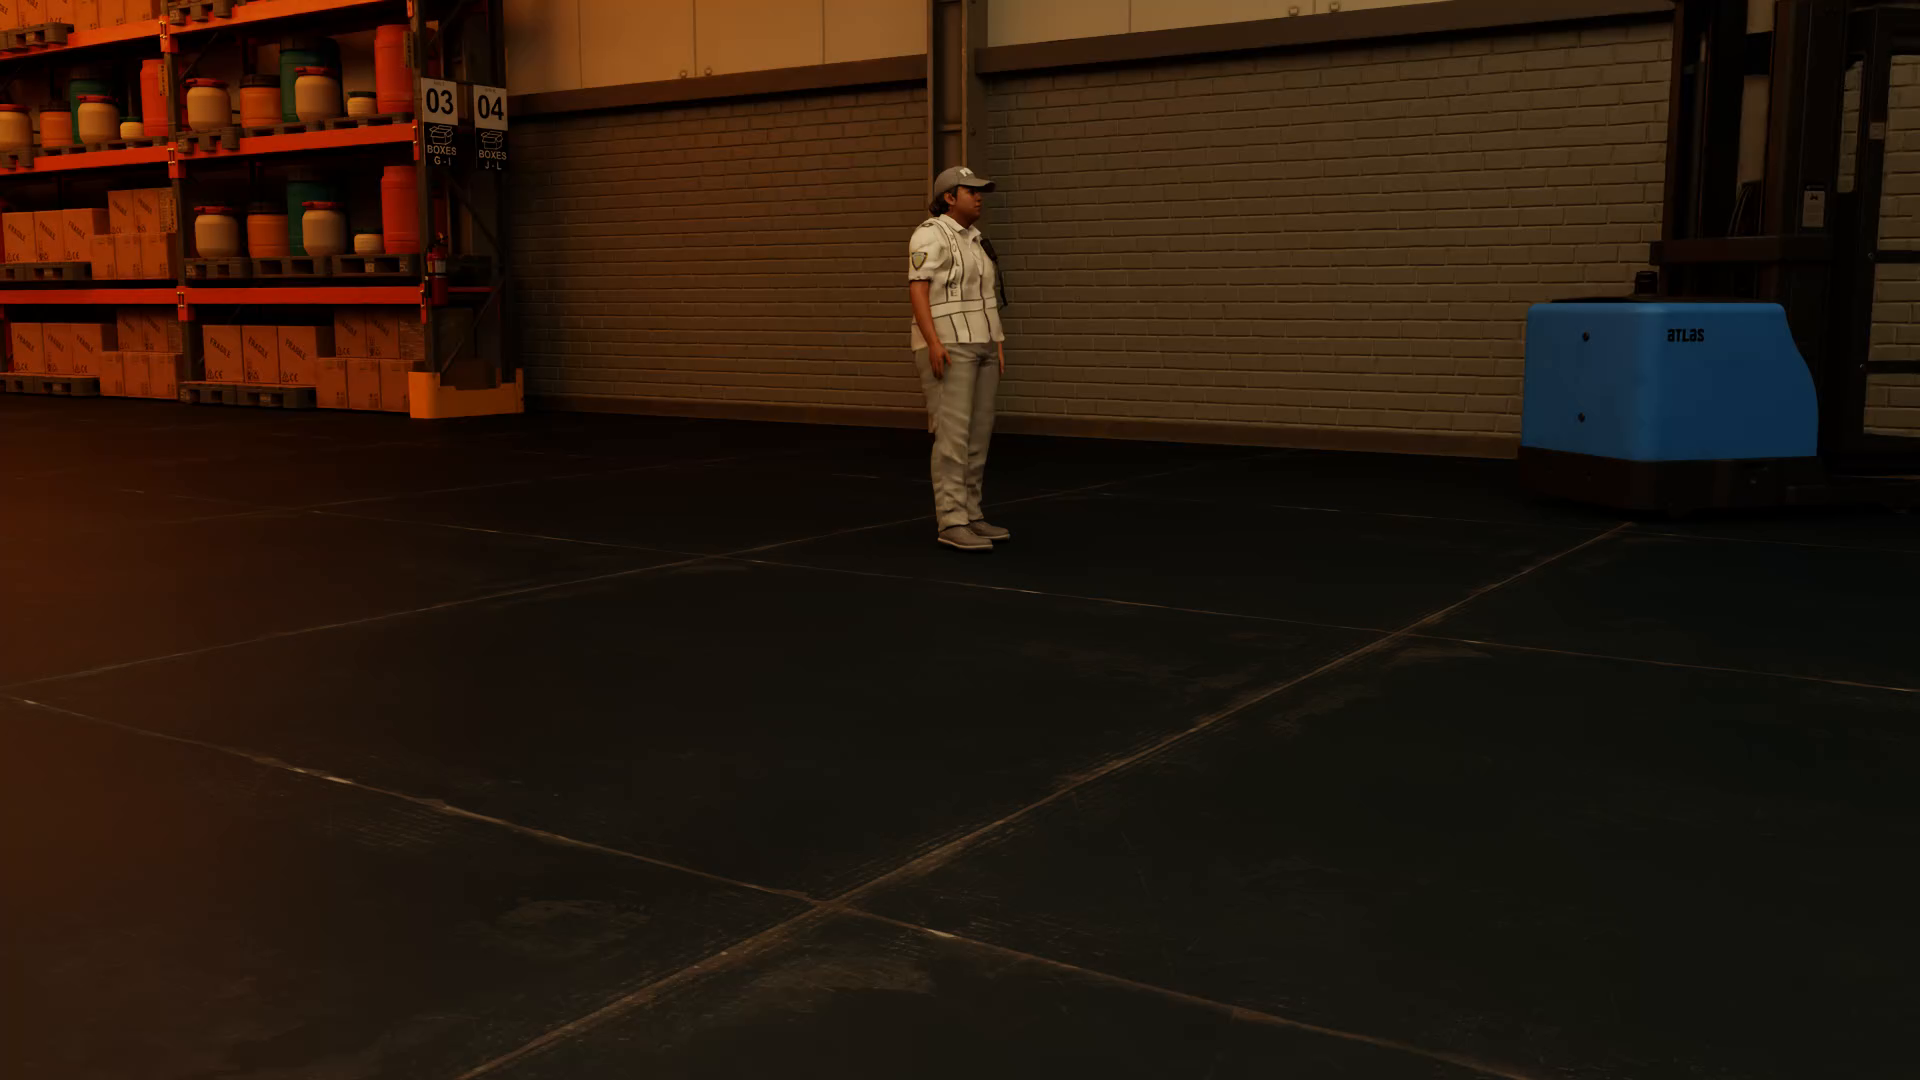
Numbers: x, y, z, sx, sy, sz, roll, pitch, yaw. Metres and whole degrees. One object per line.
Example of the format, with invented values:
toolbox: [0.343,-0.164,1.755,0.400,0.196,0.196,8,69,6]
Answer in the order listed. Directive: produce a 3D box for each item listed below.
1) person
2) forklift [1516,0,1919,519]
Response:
person: [0.051,-0.825,7.424,0.529,1.670,0.598,5,10,34]
forklift: [4.585,-1.651,8.802,3.031,2.935,1.130,-2,8,-17]
